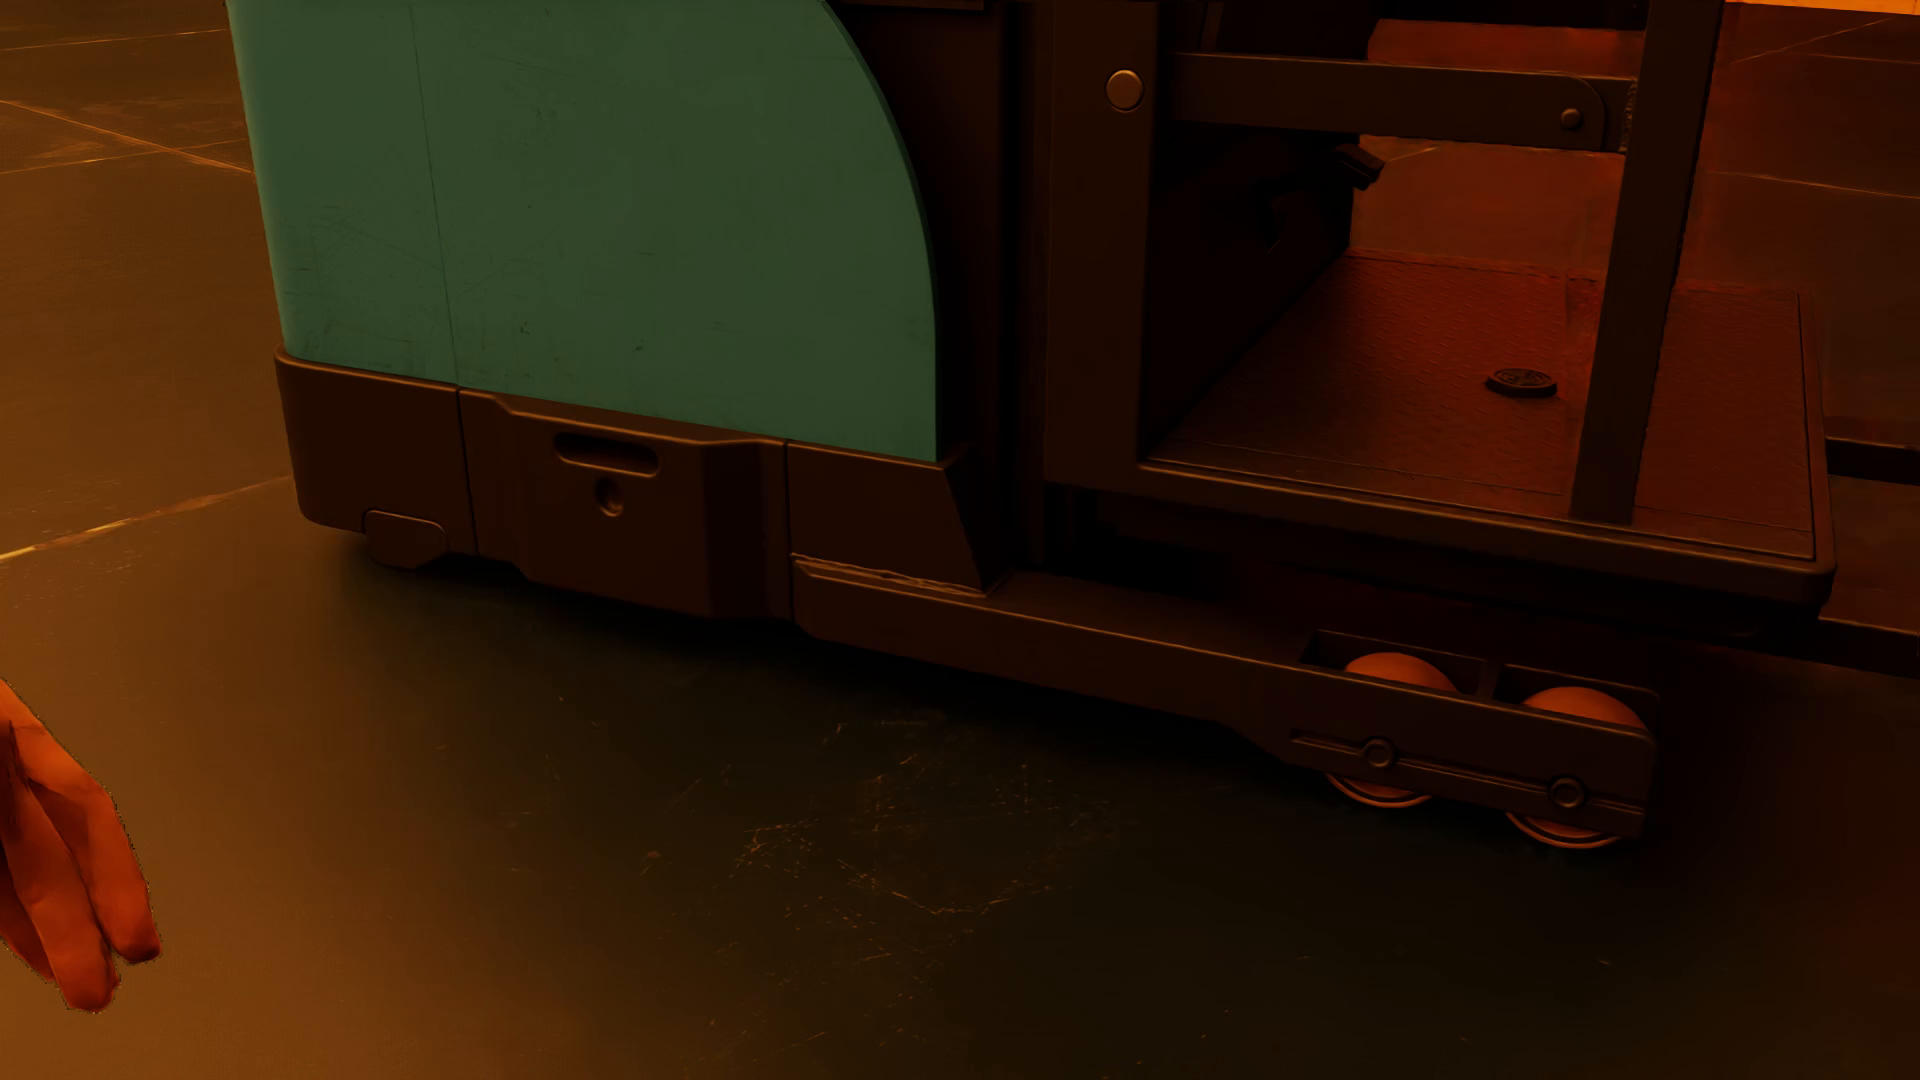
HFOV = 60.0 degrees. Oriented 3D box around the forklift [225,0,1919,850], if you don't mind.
[{"bbox_3d":[0.595,-1.259,1.722,3.031,2.935,1.130,10,26,22],"label":"forklift"}]
